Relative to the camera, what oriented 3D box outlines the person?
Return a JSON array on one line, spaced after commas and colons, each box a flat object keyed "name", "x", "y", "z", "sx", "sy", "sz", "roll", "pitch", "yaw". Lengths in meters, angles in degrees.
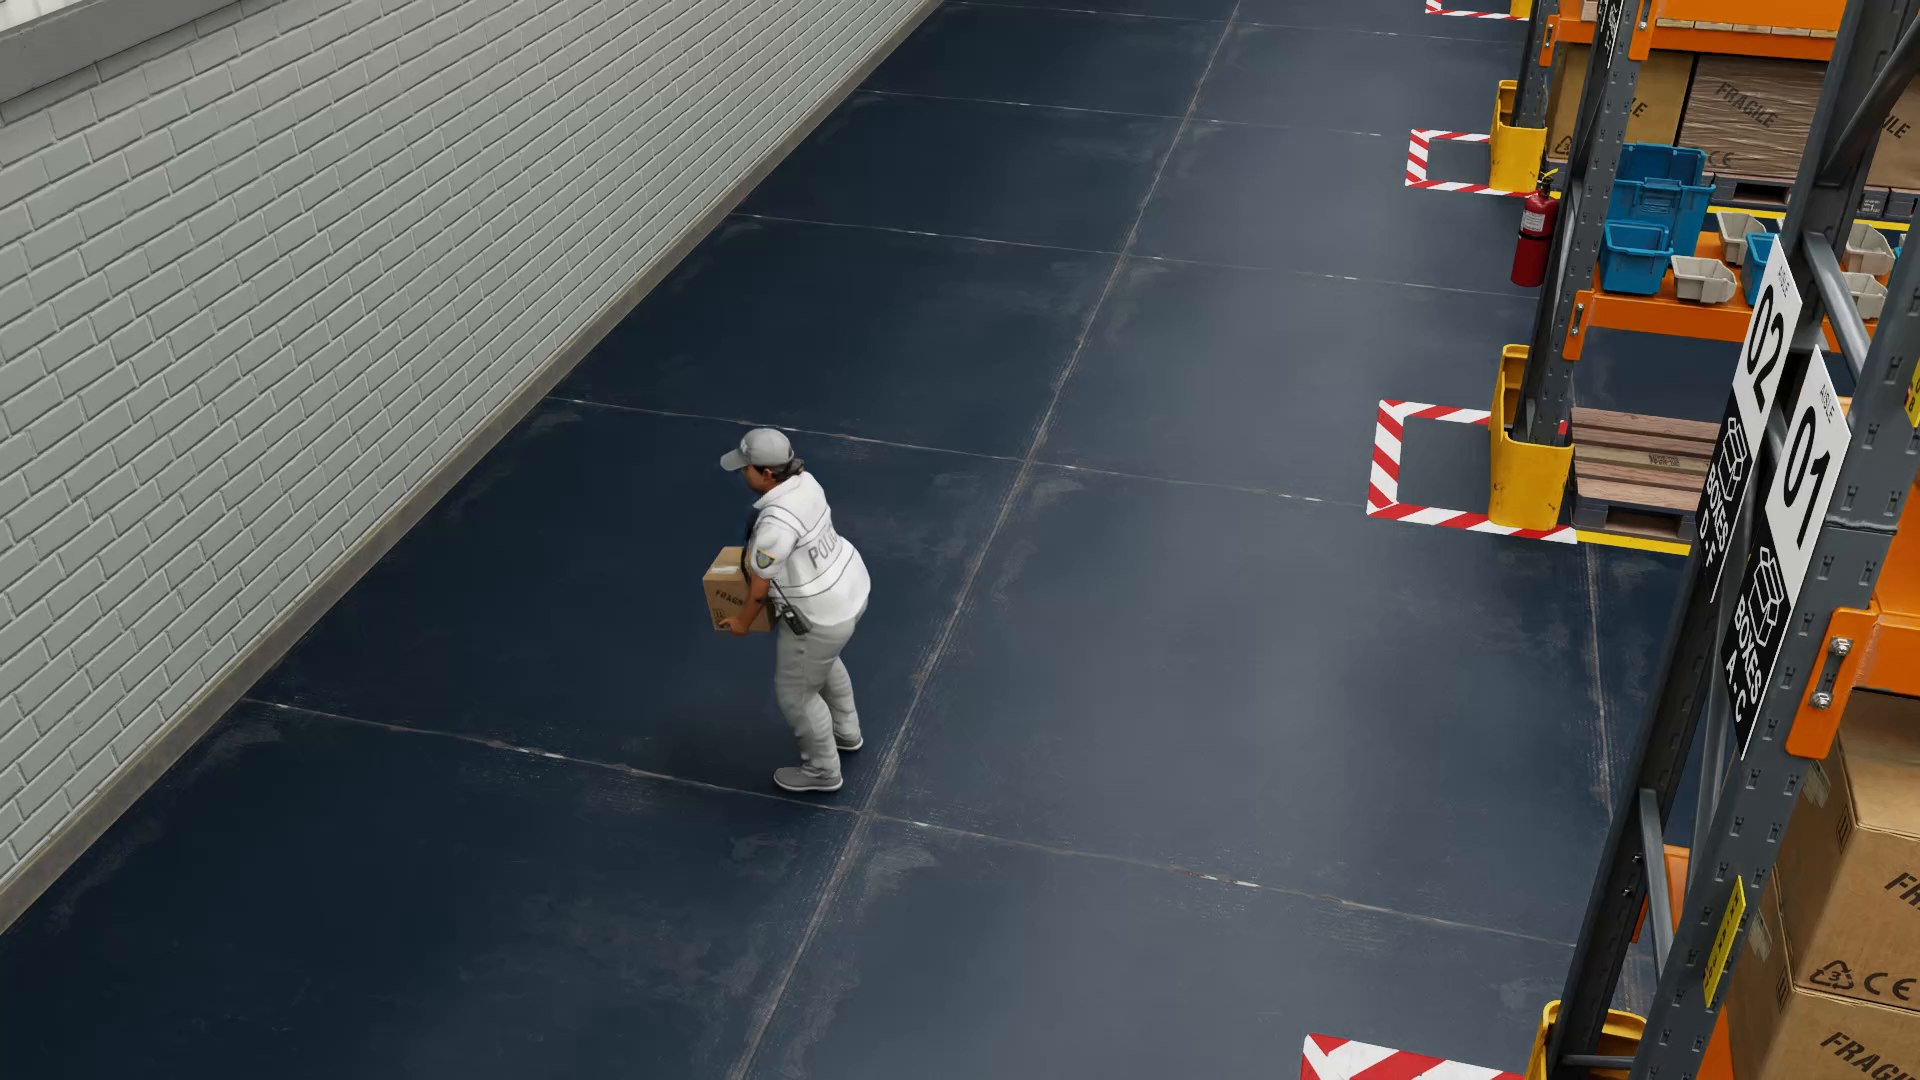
[{"name": "person", "x": -0.664, "y": 0.277, "z": 6.743, "sx": 0.581, "sy": 1.639, "sz": 0.452, "roll": 8, "pitch": 34, "yaw": 11}]
